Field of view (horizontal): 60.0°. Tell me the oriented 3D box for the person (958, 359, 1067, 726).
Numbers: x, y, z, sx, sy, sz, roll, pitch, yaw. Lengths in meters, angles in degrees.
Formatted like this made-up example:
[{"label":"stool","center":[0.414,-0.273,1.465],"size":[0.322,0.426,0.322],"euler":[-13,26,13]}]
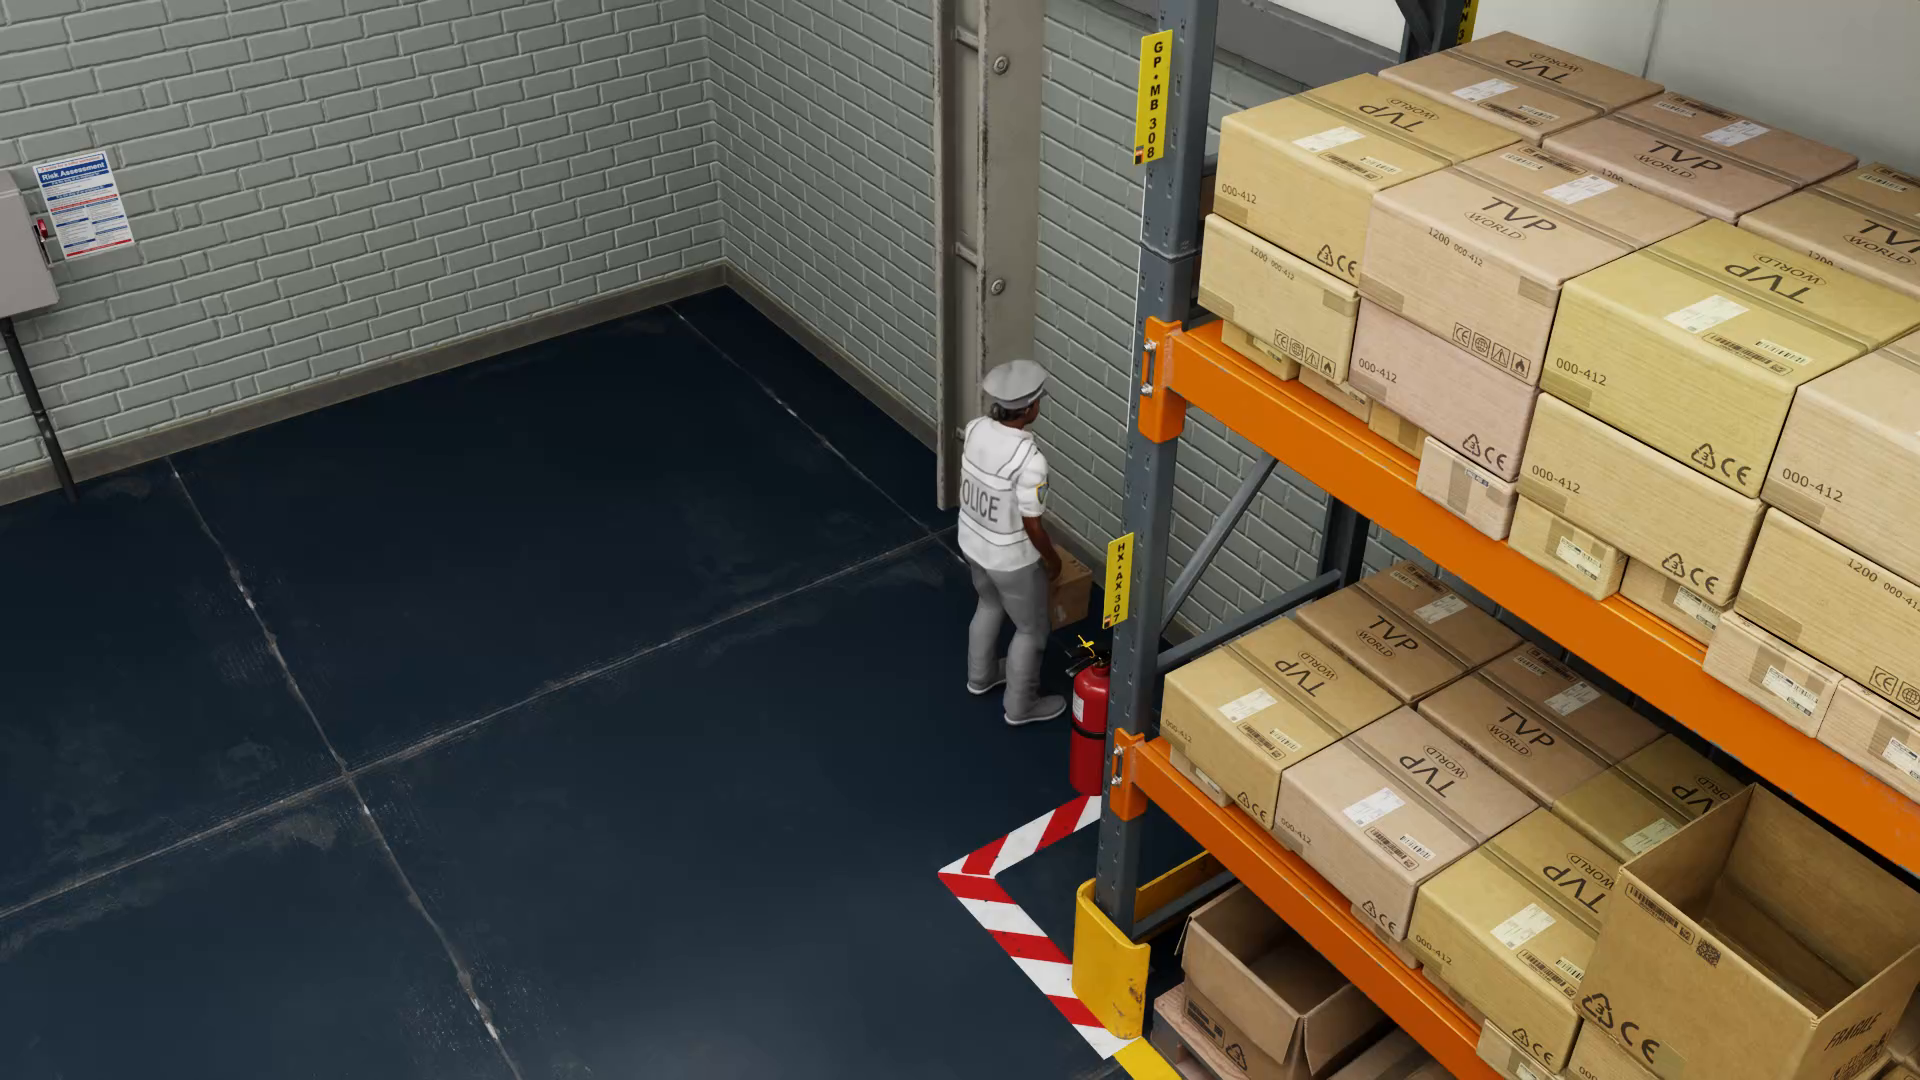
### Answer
[{"label":"person","center":[0.203,0.035,6.945],"size":[0.370,1.670,0.494],"euler":[-24,43,-29]}]
